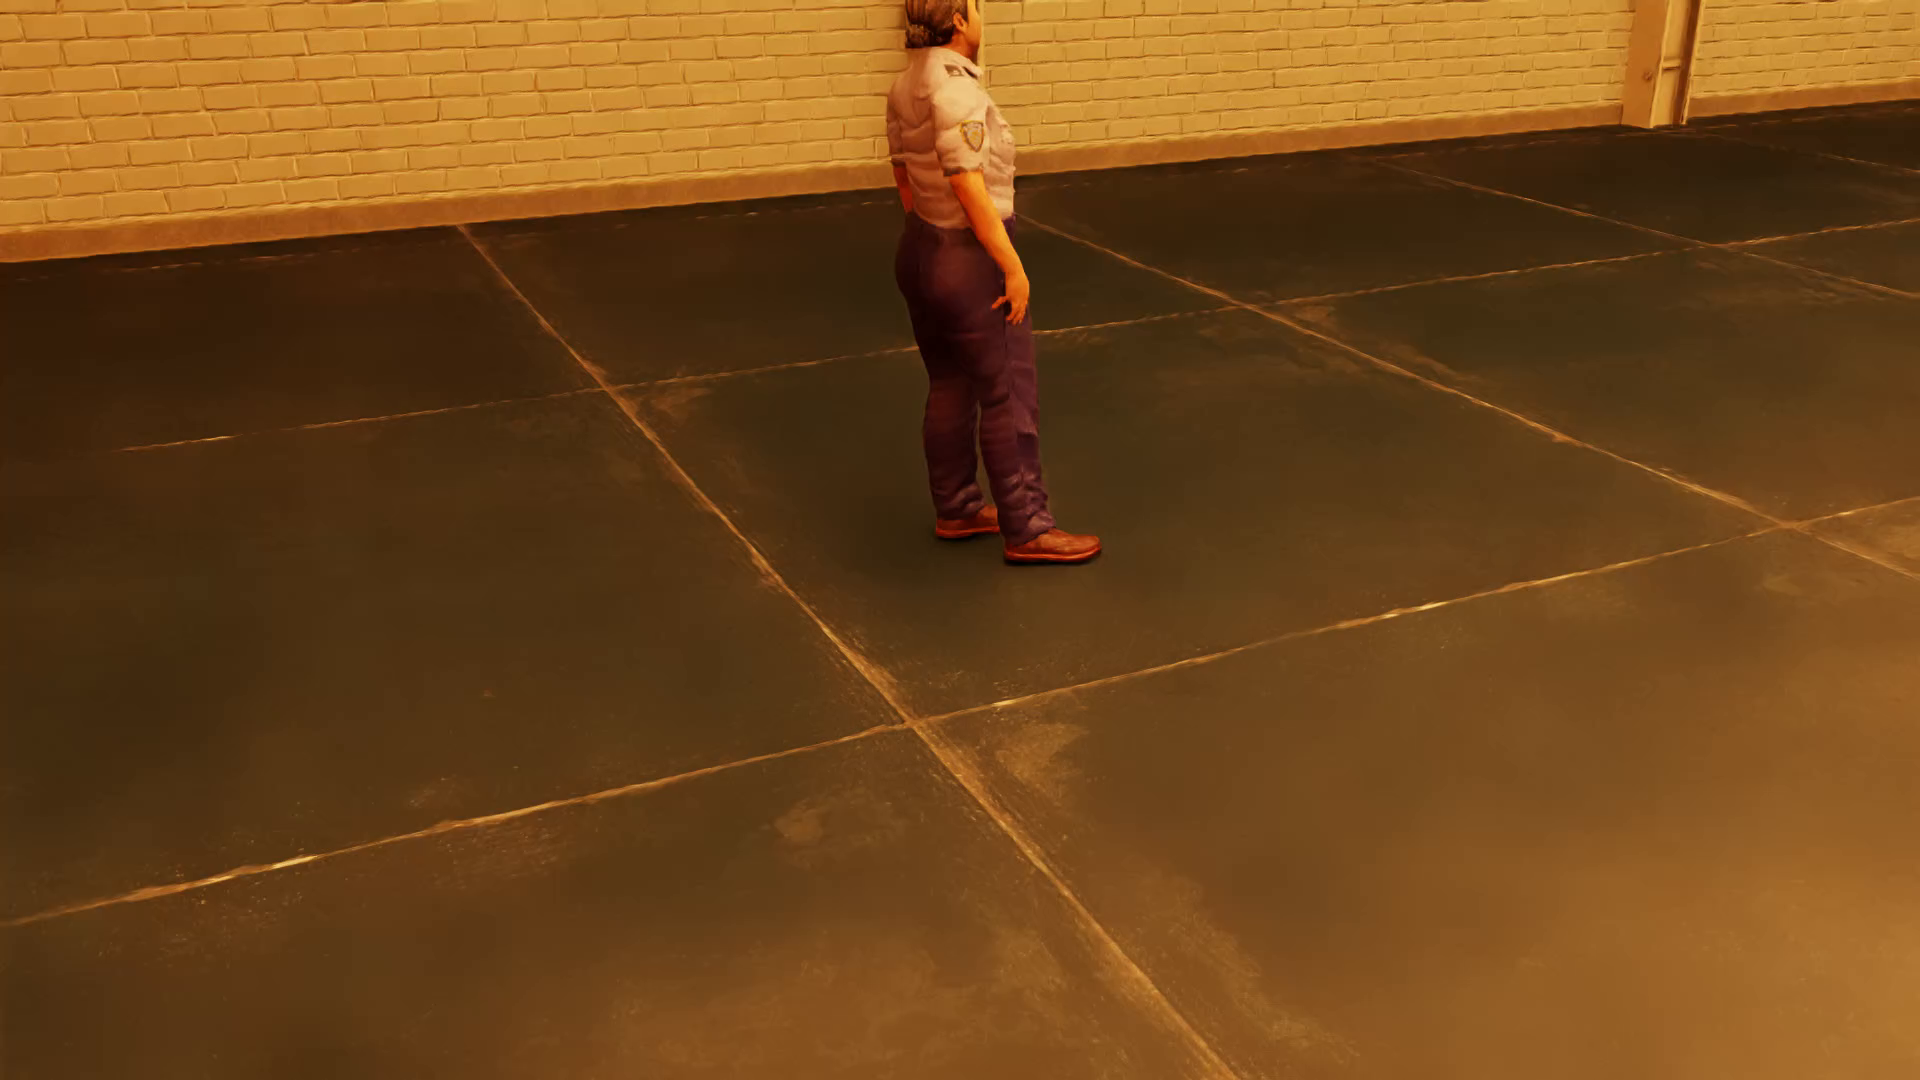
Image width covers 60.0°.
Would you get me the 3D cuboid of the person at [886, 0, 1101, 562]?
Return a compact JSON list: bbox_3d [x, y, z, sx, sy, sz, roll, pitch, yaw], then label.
[{"bbox_3d":[0.091,-0.769,4.806,0.502,1.640,0.599,-10,25,-23],"label":"person"}]
